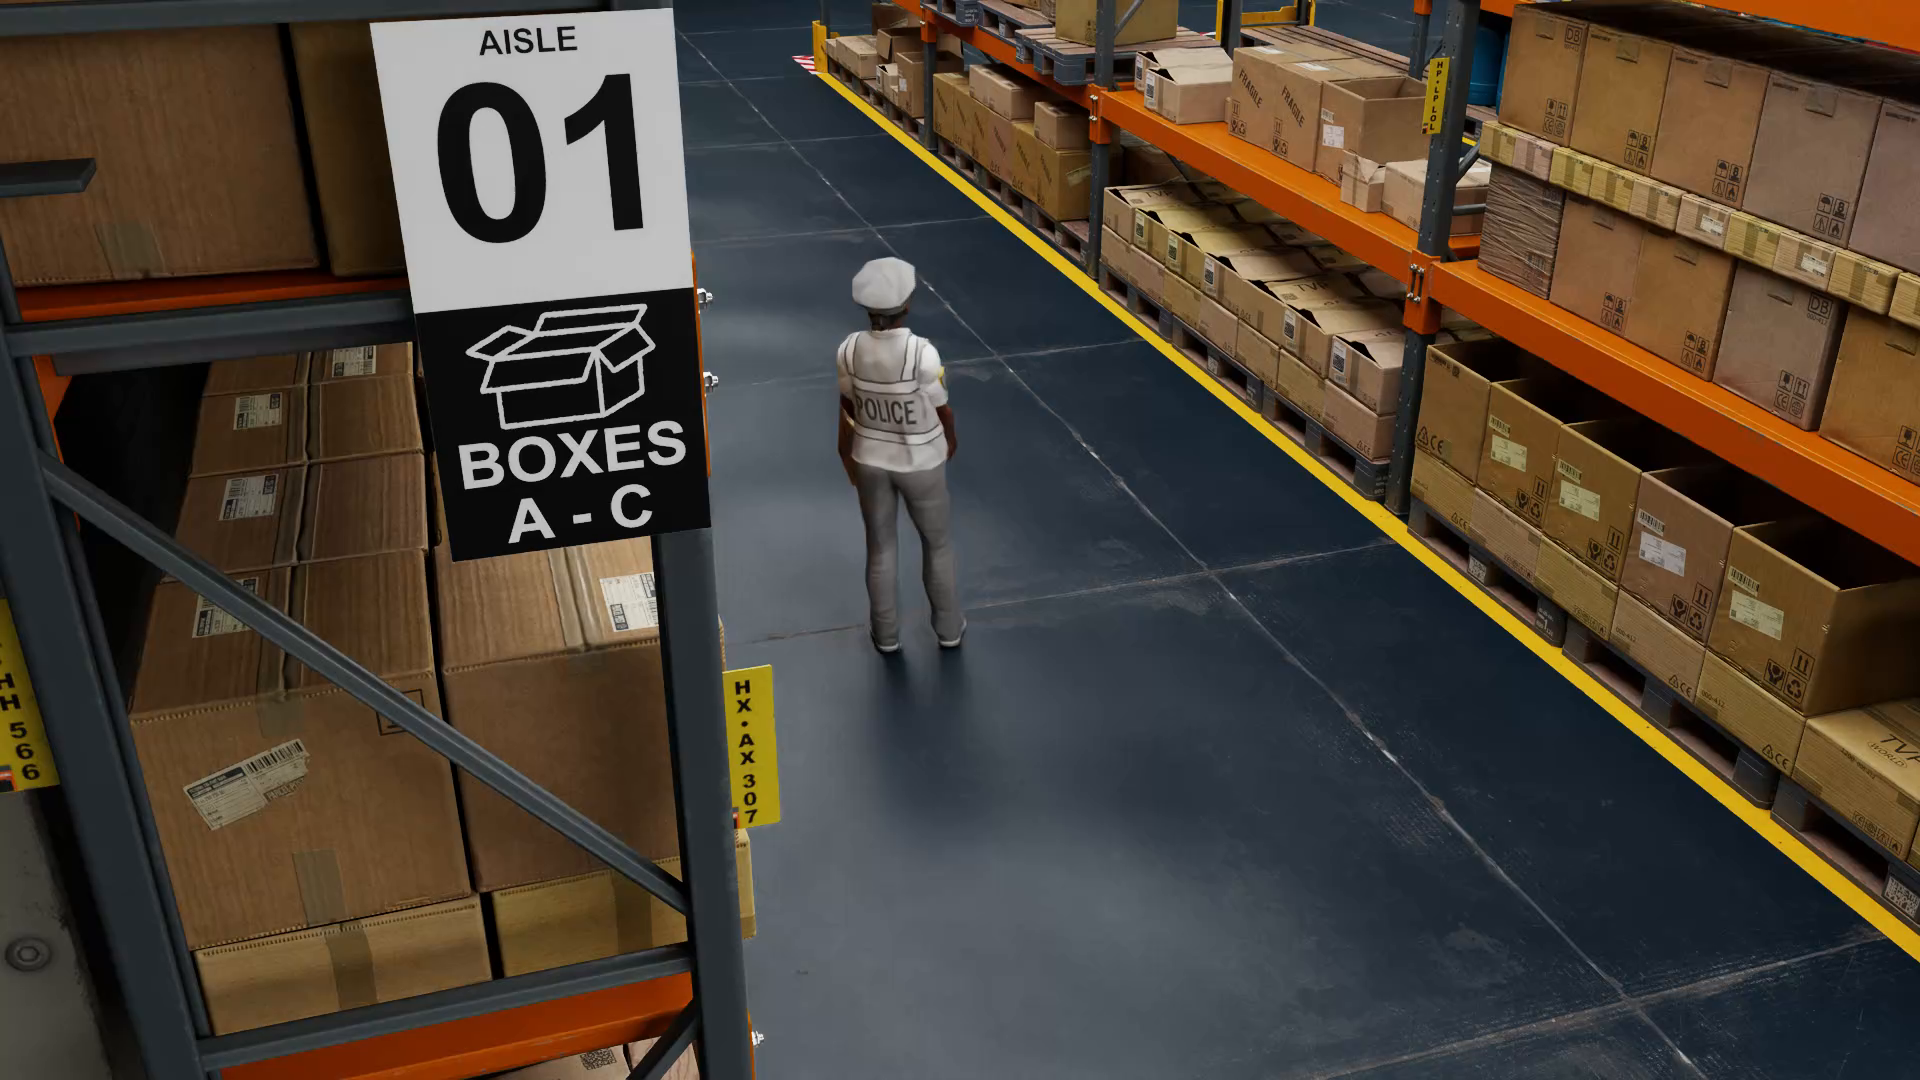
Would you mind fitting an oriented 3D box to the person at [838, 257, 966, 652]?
[{"bbox_3d":[-0.228,-0.333,6.728,0.469,1.696,0.506,8,28,15],"label":"person"}]
